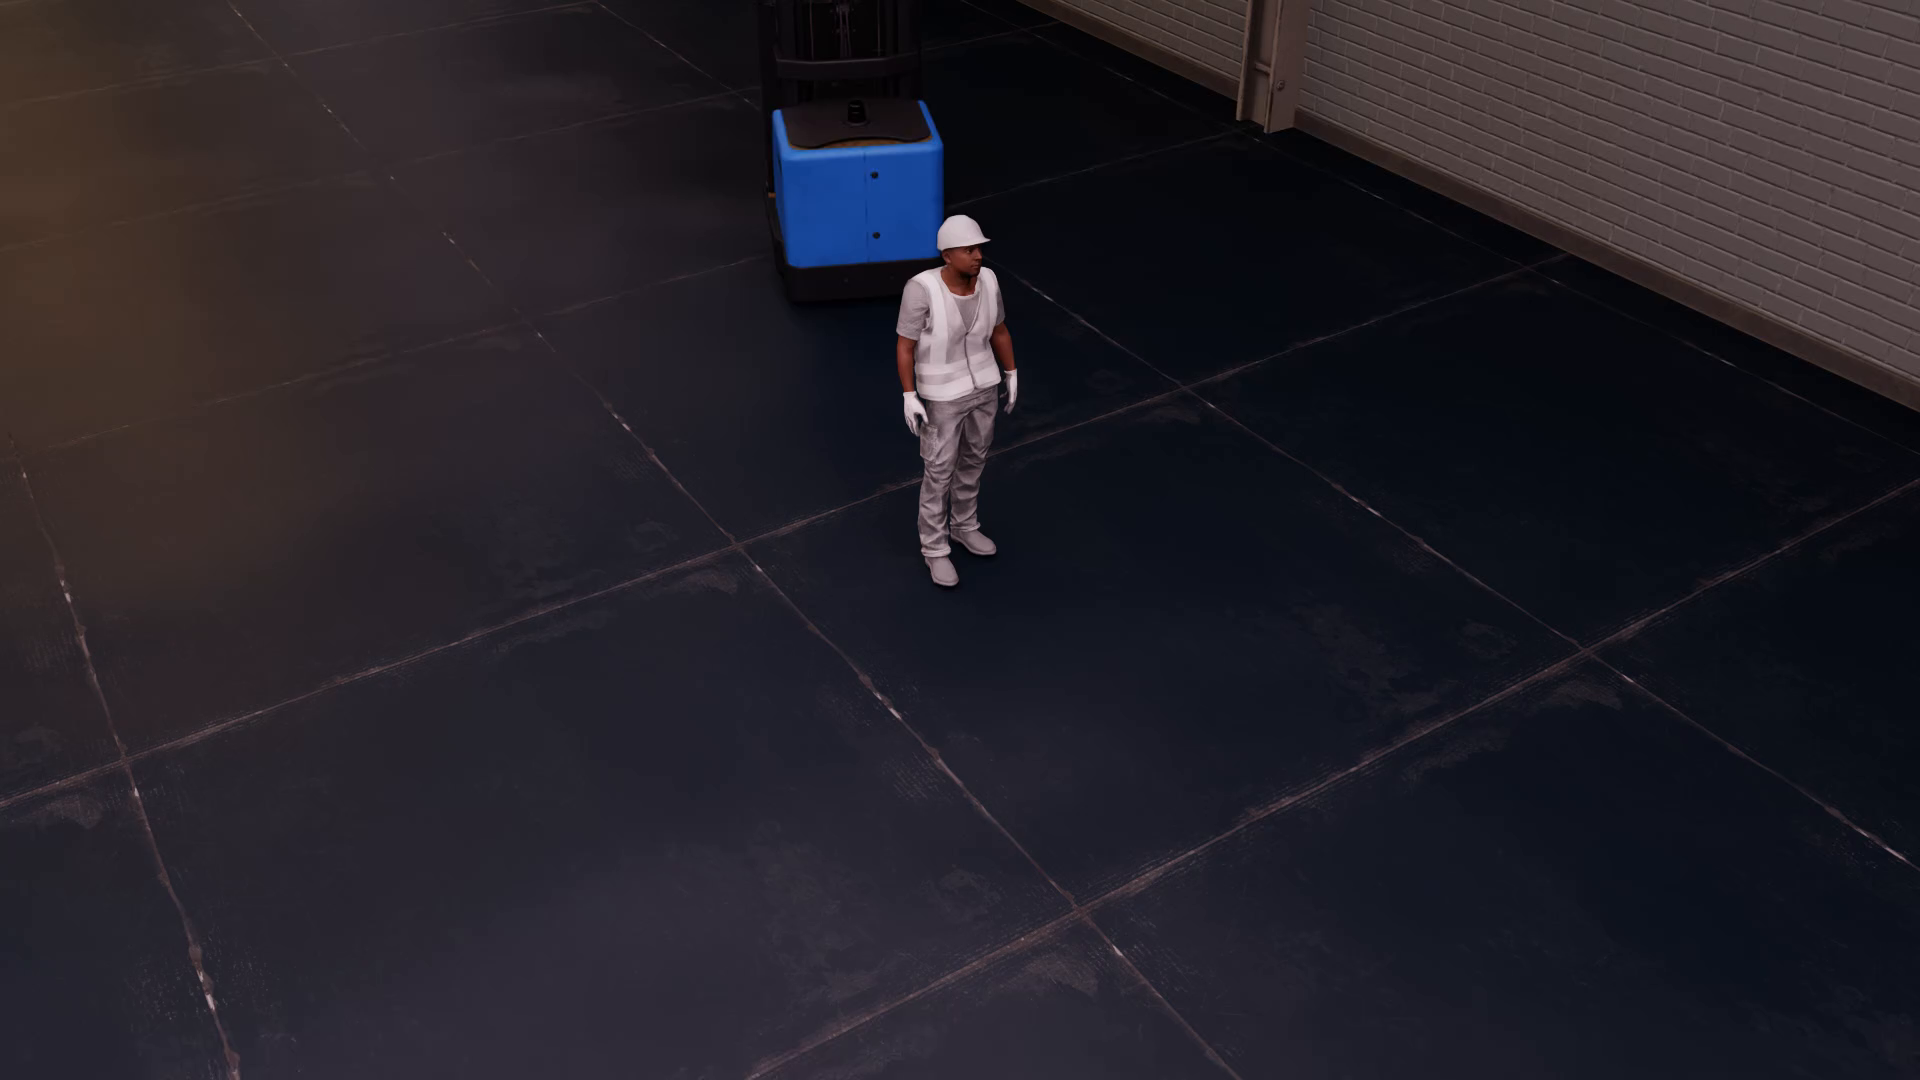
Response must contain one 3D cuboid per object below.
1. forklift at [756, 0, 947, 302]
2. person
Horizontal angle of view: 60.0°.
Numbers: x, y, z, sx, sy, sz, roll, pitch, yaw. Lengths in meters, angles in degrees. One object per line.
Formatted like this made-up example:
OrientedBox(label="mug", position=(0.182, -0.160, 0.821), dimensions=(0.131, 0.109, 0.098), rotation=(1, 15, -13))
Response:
OrientedBox(label="forklift", position=(-0.844, -3.580, 11.242), dimensions=(1.130, 2.935, 3.031), rotation=(-6, 35, -8))
OrientedBox(label="person", position=(0.031, -0.698, 8.127), dimensions=(0.656, 1.782, 0.577), rotation=(-21, 40, -27))
